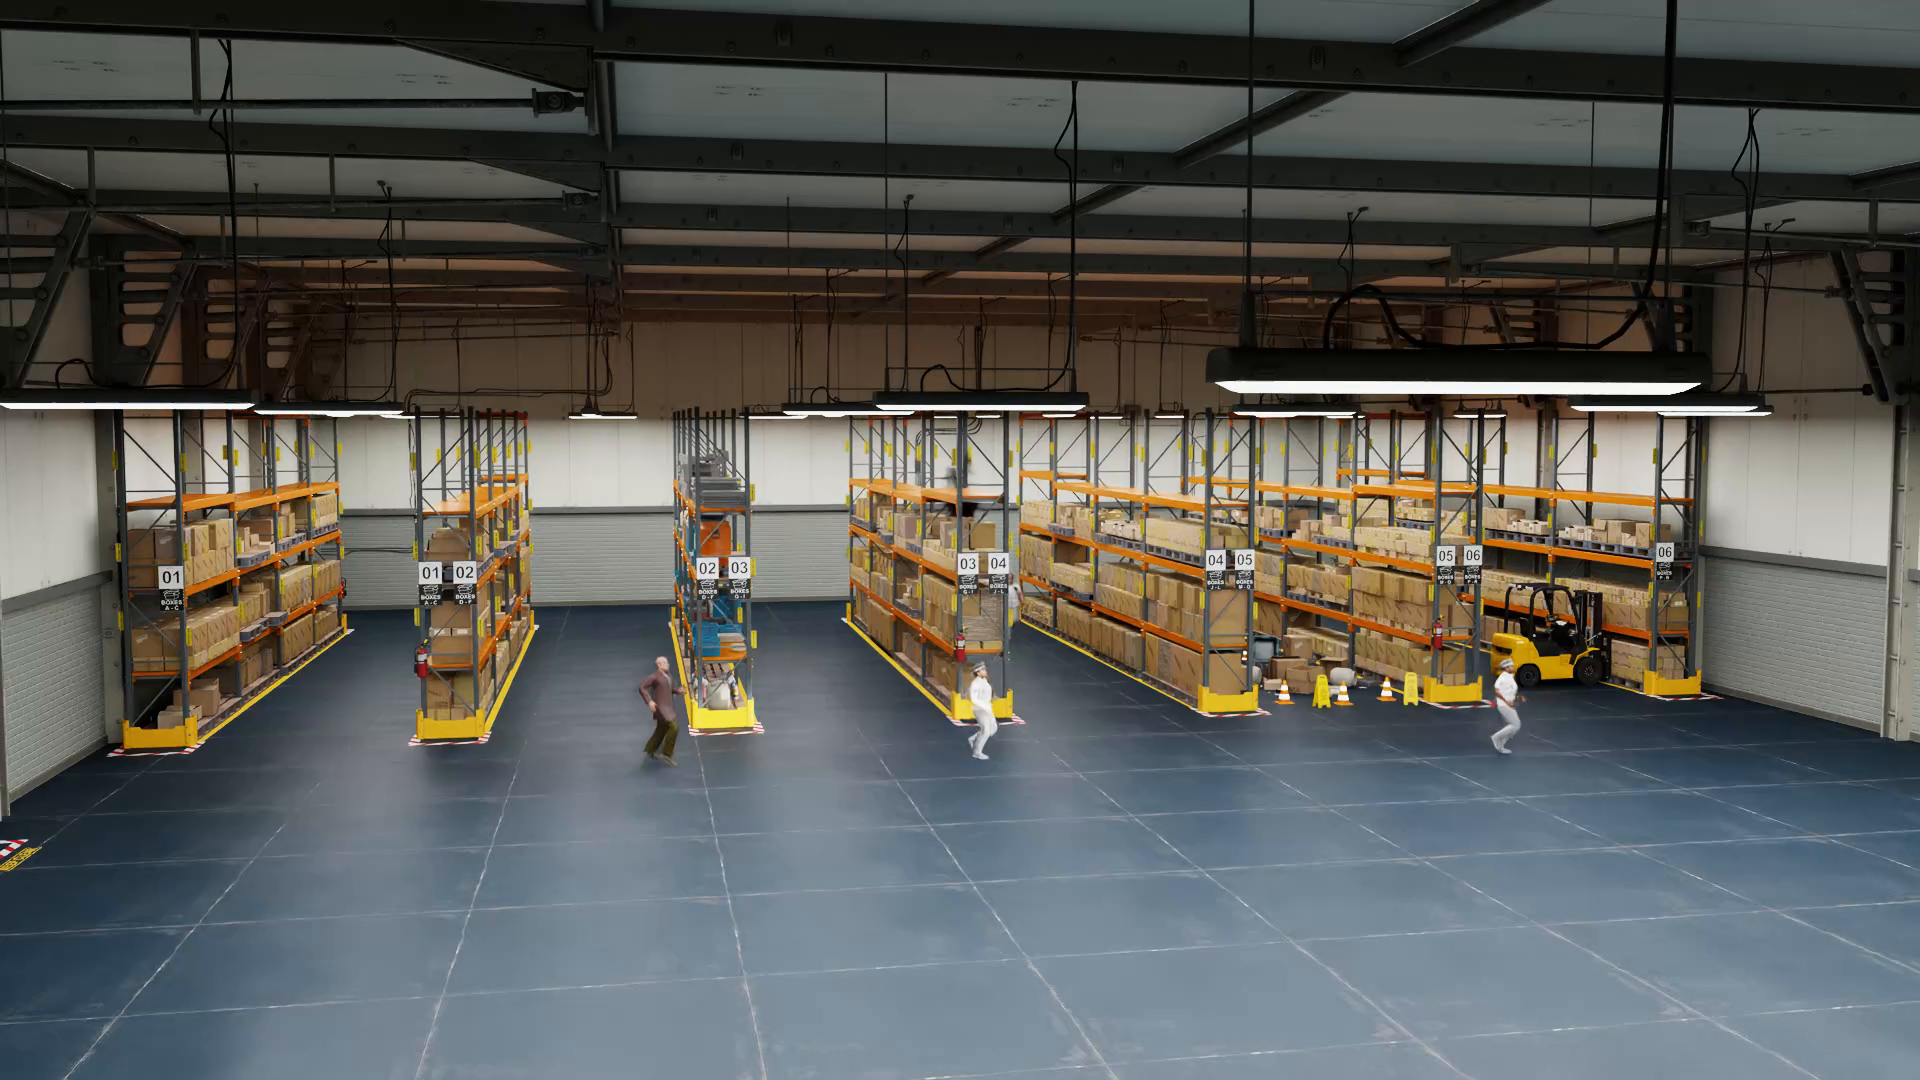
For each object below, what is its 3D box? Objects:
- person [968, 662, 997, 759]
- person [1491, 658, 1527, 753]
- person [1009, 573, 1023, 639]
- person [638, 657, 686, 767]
[{"bbox_3d":[0.371,2.889,28.302,0.497,1.664,0.605,2,4,21],"label":"person"},{"bbox_3d":[9.472,2.852,28.671,0.539,1.655,0.551,2,5,27],"label":"person"},{"bbox_3d":[1.342,1.740,43.884,0.666,1.752,0.535,0,4,-5],"label":"person"},{"bbox_3d":[-4.954,2.995,27.772,0.823,1.582,0.674,1,4,13],"label":"person"}]
